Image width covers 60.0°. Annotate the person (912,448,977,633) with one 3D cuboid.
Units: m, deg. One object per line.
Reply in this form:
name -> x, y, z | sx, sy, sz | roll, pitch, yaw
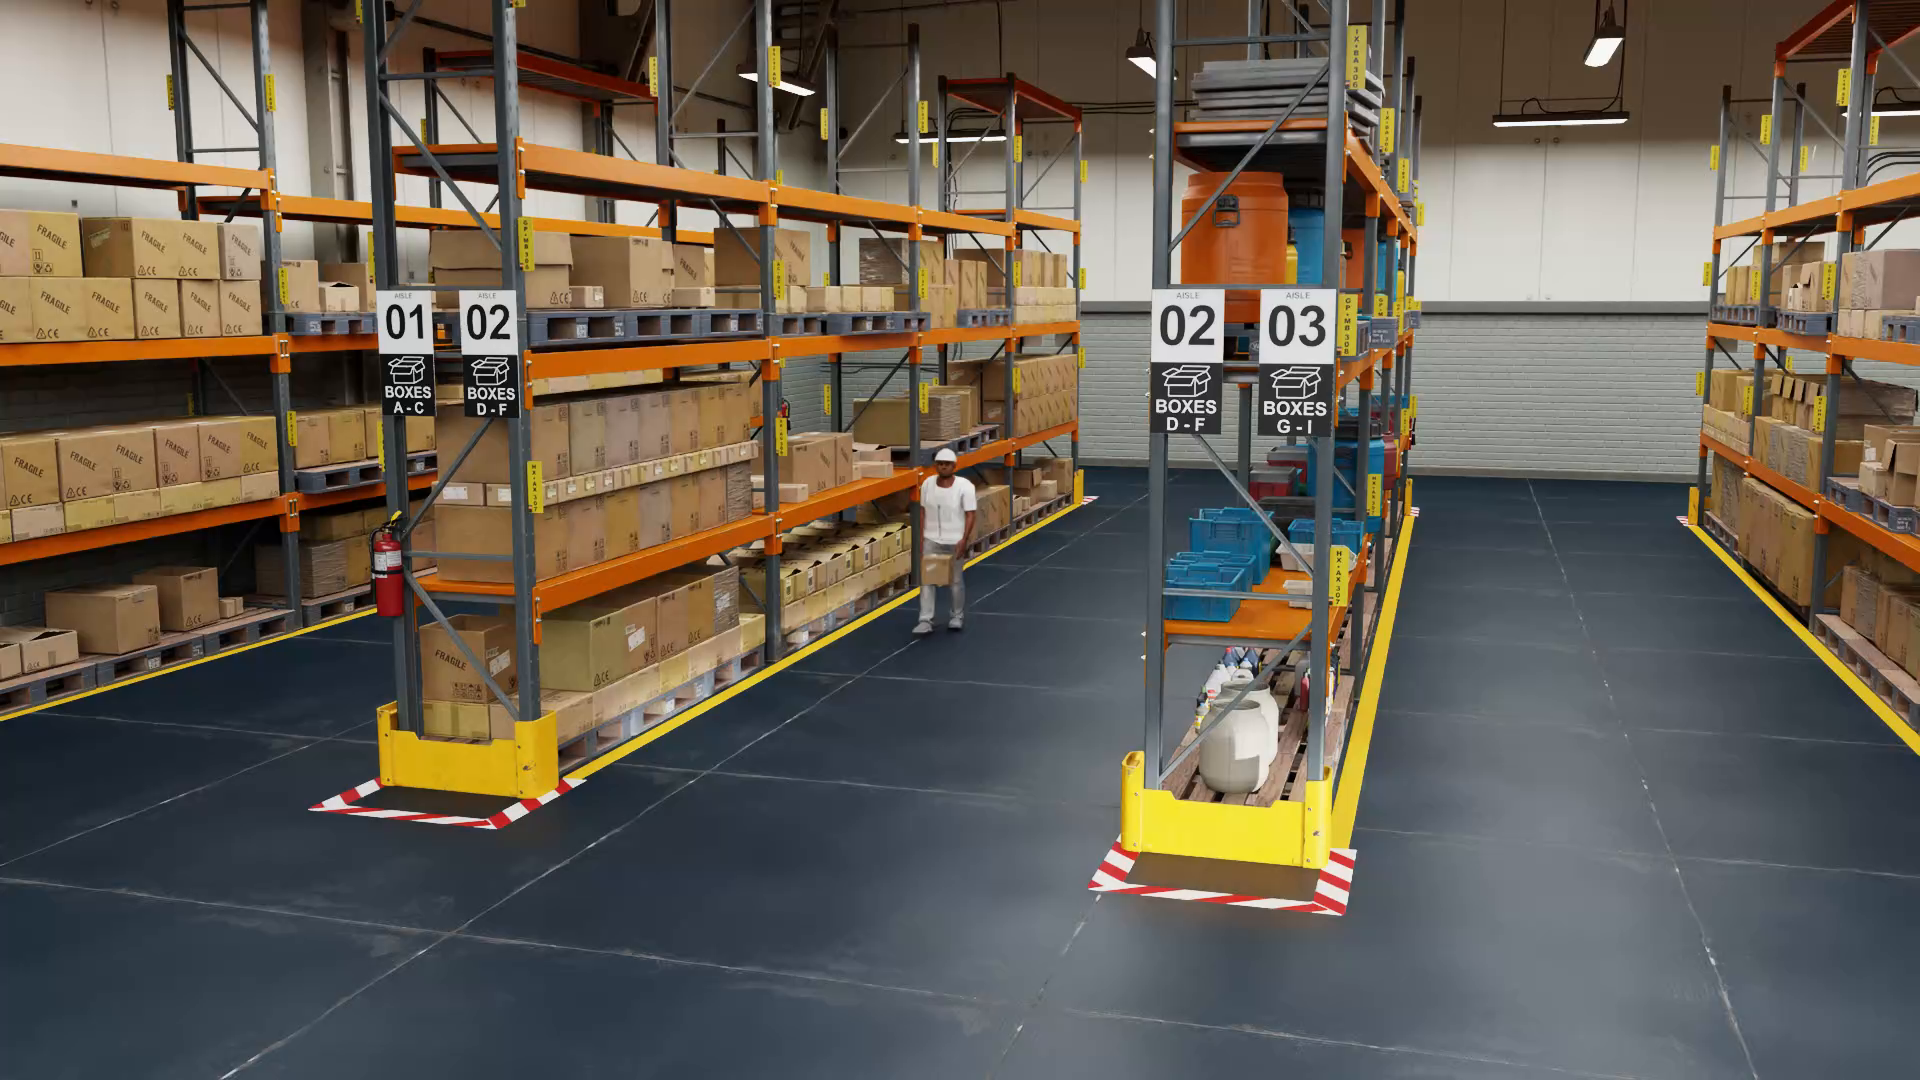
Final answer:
person -> -0.145, 0.009, 15.628 | 0.572, 1.741, 0.834 | 2, 9, 16
